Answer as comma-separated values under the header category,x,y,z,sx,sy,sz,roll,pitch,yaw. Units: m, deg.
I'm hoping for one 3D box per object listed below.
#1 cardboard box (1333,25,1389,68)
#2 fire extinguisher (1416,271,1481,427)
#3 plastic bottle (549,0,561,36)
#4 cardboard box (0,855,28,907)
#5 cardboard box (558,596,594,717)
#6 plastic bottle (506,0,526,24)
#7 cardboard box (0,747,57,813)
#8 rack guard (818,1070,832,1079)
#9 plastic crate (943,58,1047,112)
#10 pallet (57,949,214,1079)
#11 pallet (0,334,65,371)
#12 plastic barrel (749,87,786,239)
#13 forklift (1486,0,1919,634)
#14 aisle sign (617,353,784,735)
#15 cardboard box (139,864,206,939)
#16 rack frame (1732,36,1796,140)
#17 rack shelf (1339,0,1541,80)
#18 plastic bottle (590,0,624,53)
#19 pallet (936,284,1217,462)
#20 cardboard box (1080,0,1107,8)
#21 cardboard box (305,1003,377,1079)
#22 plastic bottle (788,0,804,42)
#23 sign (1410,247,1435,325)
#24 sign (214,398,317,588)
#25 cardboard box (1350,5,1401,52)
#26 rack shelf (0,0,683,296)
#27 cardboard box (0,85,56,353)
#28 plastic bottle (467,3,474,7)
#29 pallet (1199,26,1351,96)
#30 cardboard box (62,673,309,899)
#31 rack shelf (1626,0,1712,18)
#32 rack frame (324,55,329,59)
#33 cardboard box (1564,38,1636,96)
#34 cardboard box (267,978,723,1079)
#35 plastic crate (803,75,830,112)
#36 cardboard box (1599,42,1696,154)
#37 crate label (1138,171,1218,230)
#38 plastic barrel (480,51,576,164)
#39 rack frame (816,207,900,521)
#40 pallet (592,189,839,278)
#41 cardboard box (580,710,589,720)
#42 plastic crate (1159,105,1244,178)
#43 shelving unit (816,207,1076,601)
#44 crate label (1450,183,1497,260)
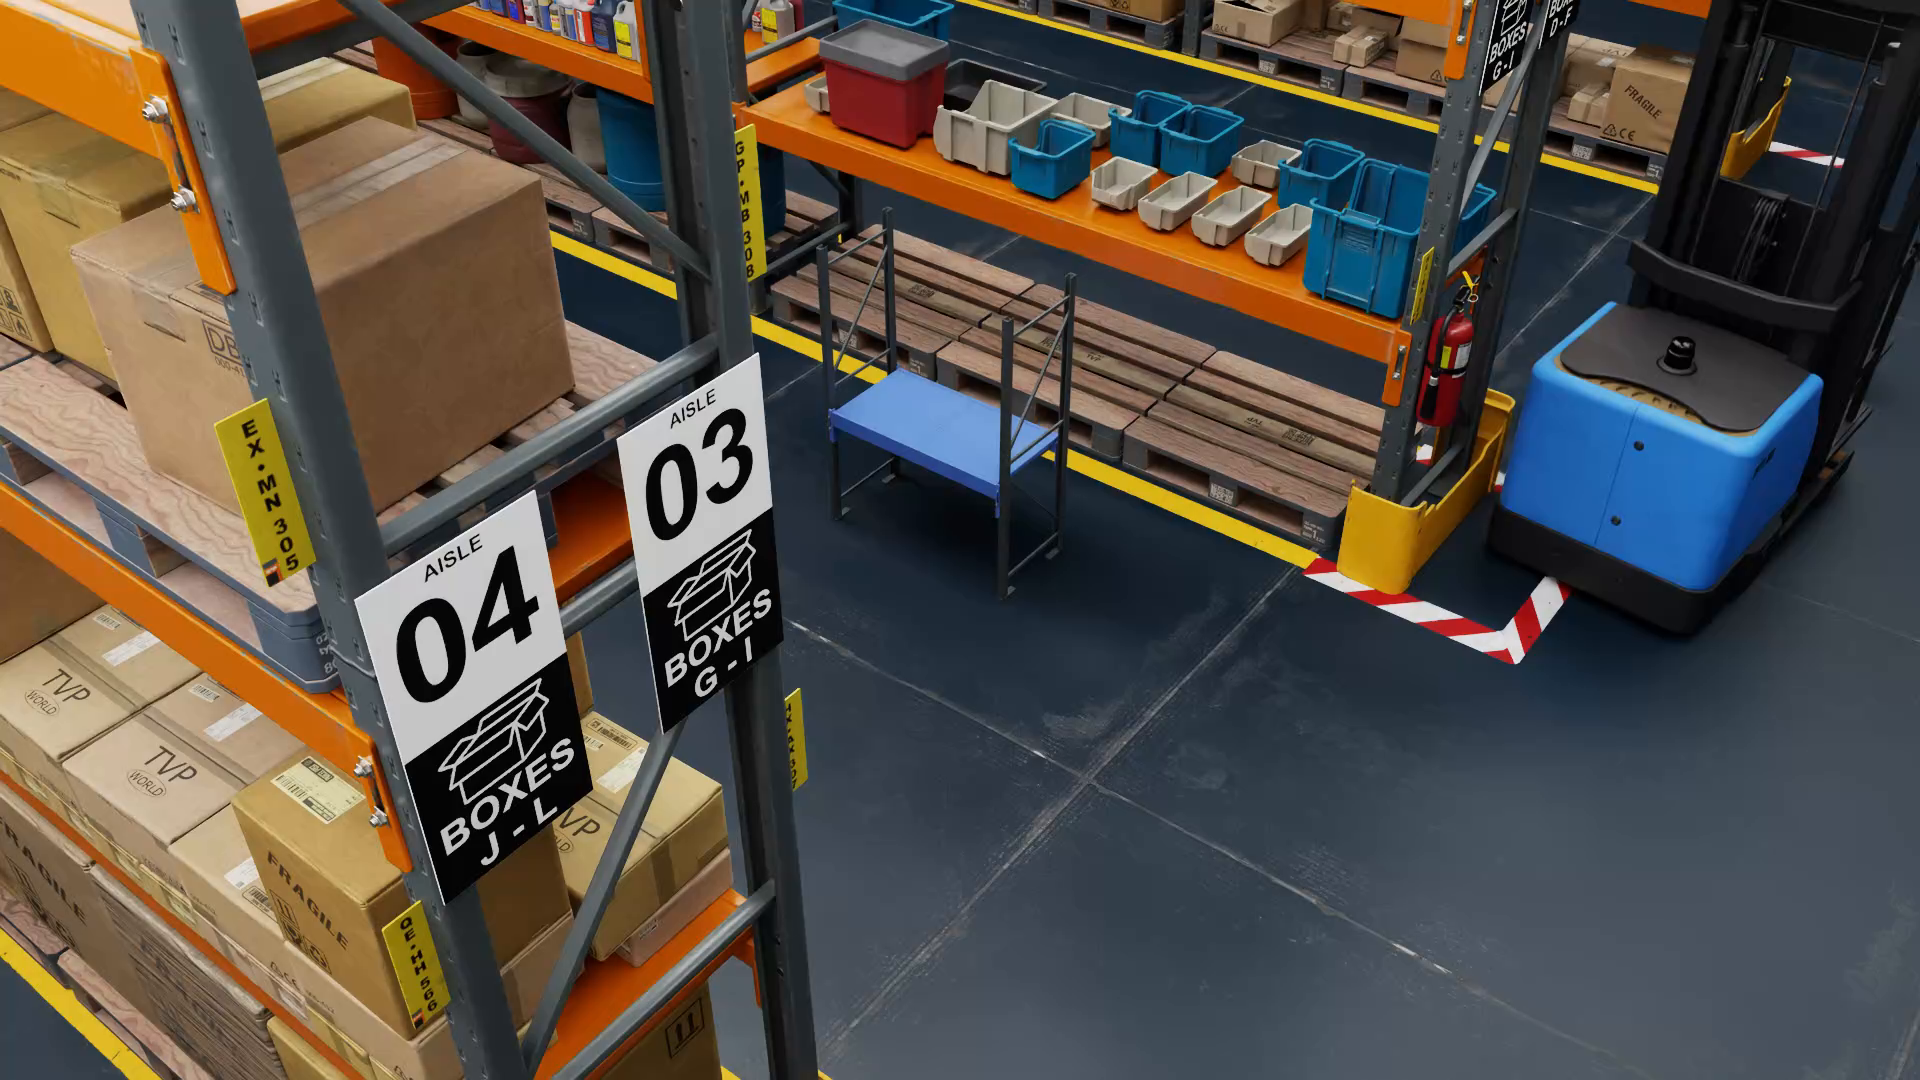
category,x,y,z,sx,sy,sz,roll,pitch,yaw
cardboard box,2.965,-3.658,12.291,0.250,0.166,0.380,25,45,29
fire extinguisher,2.079,-0.804,7.070,0.183,0.674,0.296,25,45,29
plastic bottle,-2.358,-3.076,9.767,0.097,0.201,0.097,0,38,0
cardboard box,-3.476,0.625,6.263,0.875,0.875,0.875,25,45,29
cardboard box,-1.388,0.312,4.550,0.500,0.500,0.500,24,44,28
plastic bottle,-2.645,-3.229,9.896,0.133,0.283,0.061,25,45,29
cardboard box,-2.679,0.623,5.086,0.250,0.149,0.380,24,44,27
rack guard,-0.755,2.158,4.949,0.348,0.500,1.175,25,45,29
plastic crate,0.110,-2.386,8.899,0.590,0.125,0.437,25,45,29
pallet,-2.422,1.545,5.967,1.213,0.211,1.003,25,45,29
pallet,-2.343,-0.710,4.224,1.213,0.211,1.003,25,45,29
plastic barrel,-1.364,-2.310,9.989,0.708,0.901,0.600,25,45,29
forklift,3.896,-1.556,7.721,1.130,2.935,3.031,29,47,32
aisle sign,-0.535,0.022,3.541,0.004,0.787,0.394,25,45,29
cardboard box,-2.069,0.910,4.719,0.250,0.149,0.380,24,44,28
rack frame,5.247,-3.684,10.383,0.127,3.000,1.000,25,45,29
rack shelf,0.646,-2.907,7.541,4.000,0.370,1.077,25,45,29
plastic bottle,-2.018,-2.992,9.539,0.185,0.351,0.144,25,45,29
pallet,0.639,-0.947,9.149,1.213,0.211,1.003,25,45,29
cardboard box,1.116,-4.605,13.230,0.500,0.500,0.500,25,45,29
cardboard box,-1.464,1.195,4.355,0.250,0.149,0.380,26,45,29
plastic bottle,-0.974,-3.059,9.679,0.133,0.283,0.061,25,45,29
sign,1.914,-1.049,6.885,0.005,0.325,0.100,25,45,29
sign,-1.115,-0.073,2.684,0.005,0.325,0.100,25,45,29
cardboard box,3.291,-3.942,12.536,0.500,0.311,0.500,25,45,29
rack shelf,-2.363,-1.505,3.642,4.000,0.370,1.077,25,45,29
cardboard box,-2.034,-0.868,3.851,0.500,0.500,0.700,22,43,26
plastic bottle,-2.979,-3.396,10.119,0.097,0.271,0.097,0,38,0
pallet,2.615,-3.827,12.827,1.213,0.211,1.003,25,45,29
cardboard box,-2.127,0.675,4.696,0.500,0.250,0.500,24,44,27
rack shelf,3.659,-4.150,11.562,4.000,0.370,1.077,25,45,29
rack frame,-4.119,-4.256,11.114,0.127,3.000,1.000,25,45,29
cardboard box,4.591,-3.305,11.772,0.500,0.250,0.500,25,45,29
cardboard box,-1.331,1.636,4.971,0.875,0.875,0.875,25,45,29
plastic crate,-0.659,-2.434,8.951,0.243,0.136,0.396,25,45,29
cardboard box,4.666,-2.956,11.124,0.500,0.500,0.500,25,45,29
crate label,1.020,-1.605,7.892,0.243,0.136,0.396,25,45,29
plastic barrel,-2.823,-2.874,10.964,0.708,0.588,0.600,25,45,29
rack frame,-0.472,-0.813,7.932,0.032,1.500,0.500,25,45,29
pallet,-1.530,-1.970,10.455,1.213,0.211,1.003,25,45,29
cardboard box,-1.408,0.604,4.787,0.500,0.250,0.500,25,44,28
plastic crate,1.193,-1.965,8.274,0.300,0.233,0.416,25,45,29
shelving unit,-0.068,-0.622,7.689,1.048,1.500,0.538,25,45,29
crate label,2.239,-1.472,7.644,0.303,0.233,0.416,25,45,29
